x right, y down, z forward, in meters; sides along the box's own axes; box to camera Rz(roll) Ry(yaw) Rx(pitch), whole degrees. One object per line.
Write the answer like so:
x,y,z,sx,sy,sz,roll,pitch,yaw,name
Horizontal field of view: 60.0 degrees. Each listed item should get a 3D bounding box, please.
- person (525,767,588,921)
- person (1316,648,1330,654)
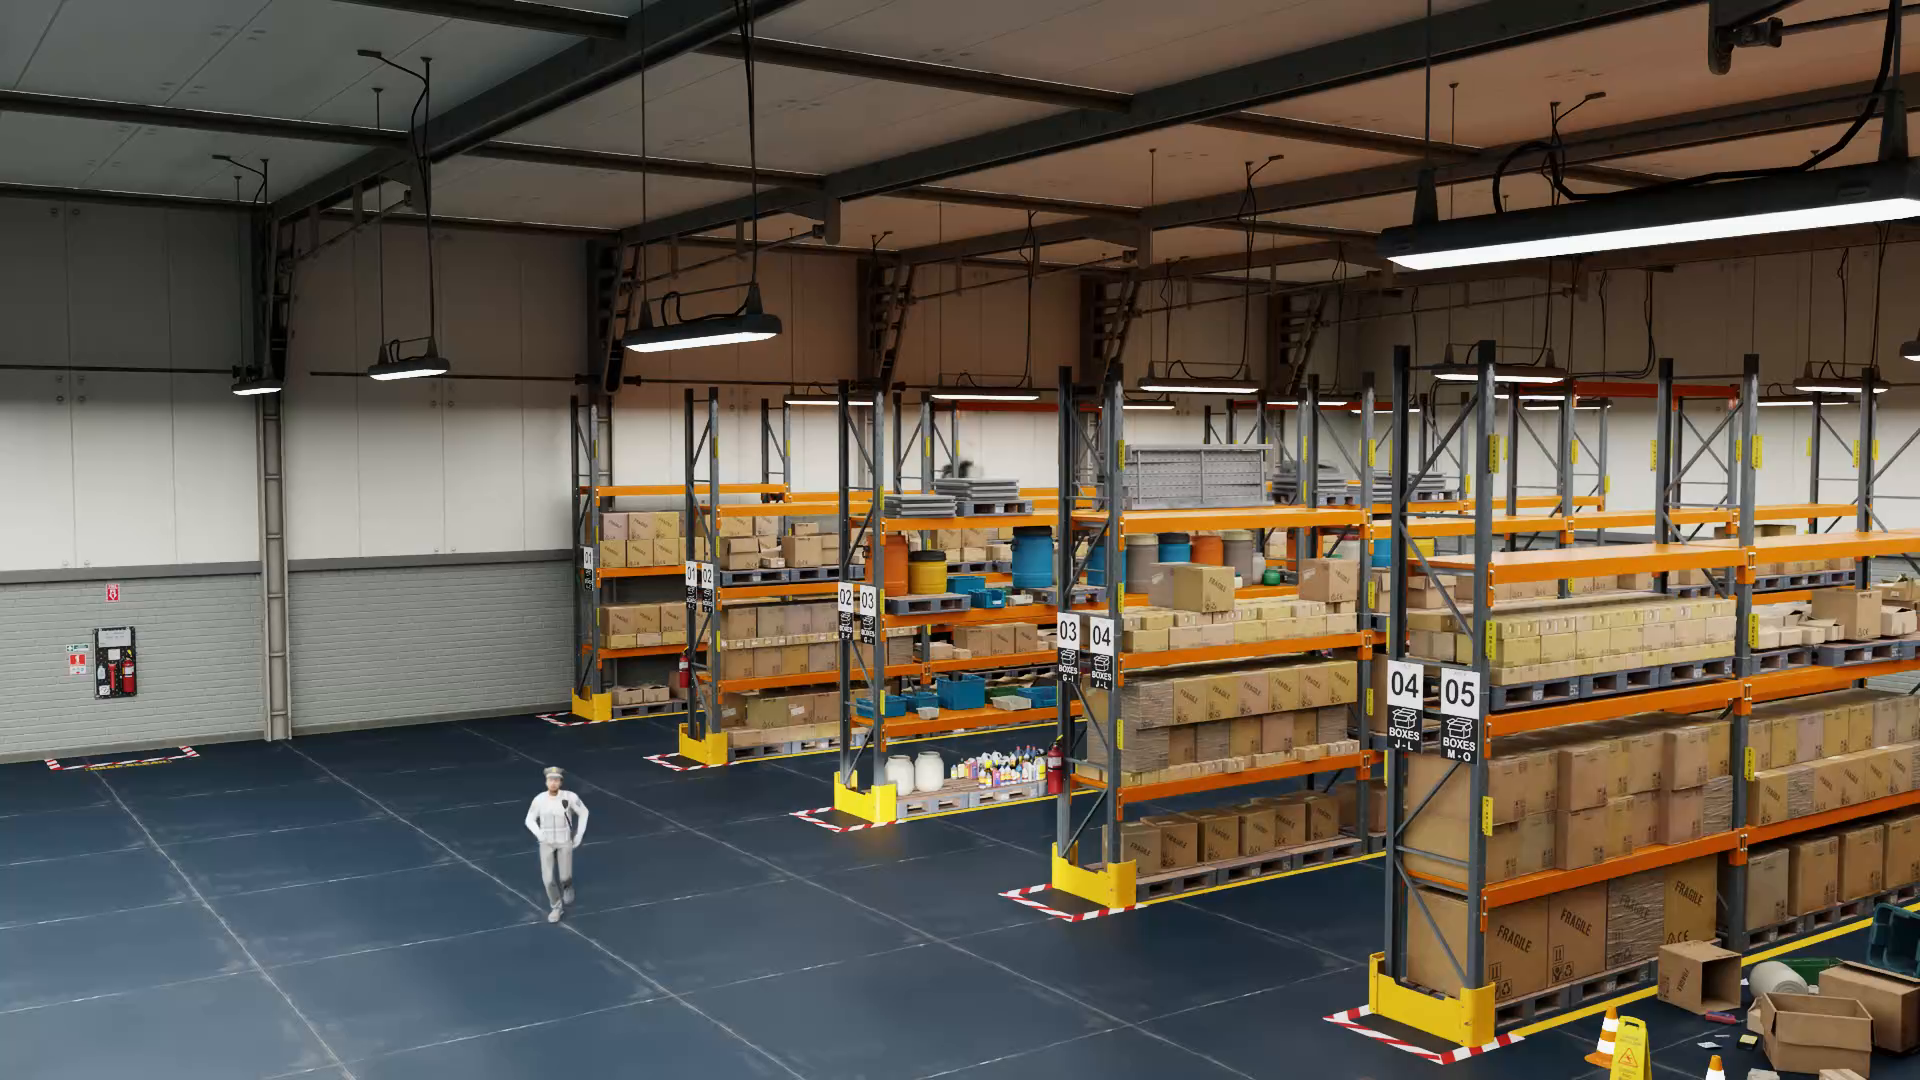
-4.343,3.265,17.887,0.658,1.658,0.537,0,3,-8,person
6.926,2.427,31.945,0.563,1.628,0.639,3,4,39,person
